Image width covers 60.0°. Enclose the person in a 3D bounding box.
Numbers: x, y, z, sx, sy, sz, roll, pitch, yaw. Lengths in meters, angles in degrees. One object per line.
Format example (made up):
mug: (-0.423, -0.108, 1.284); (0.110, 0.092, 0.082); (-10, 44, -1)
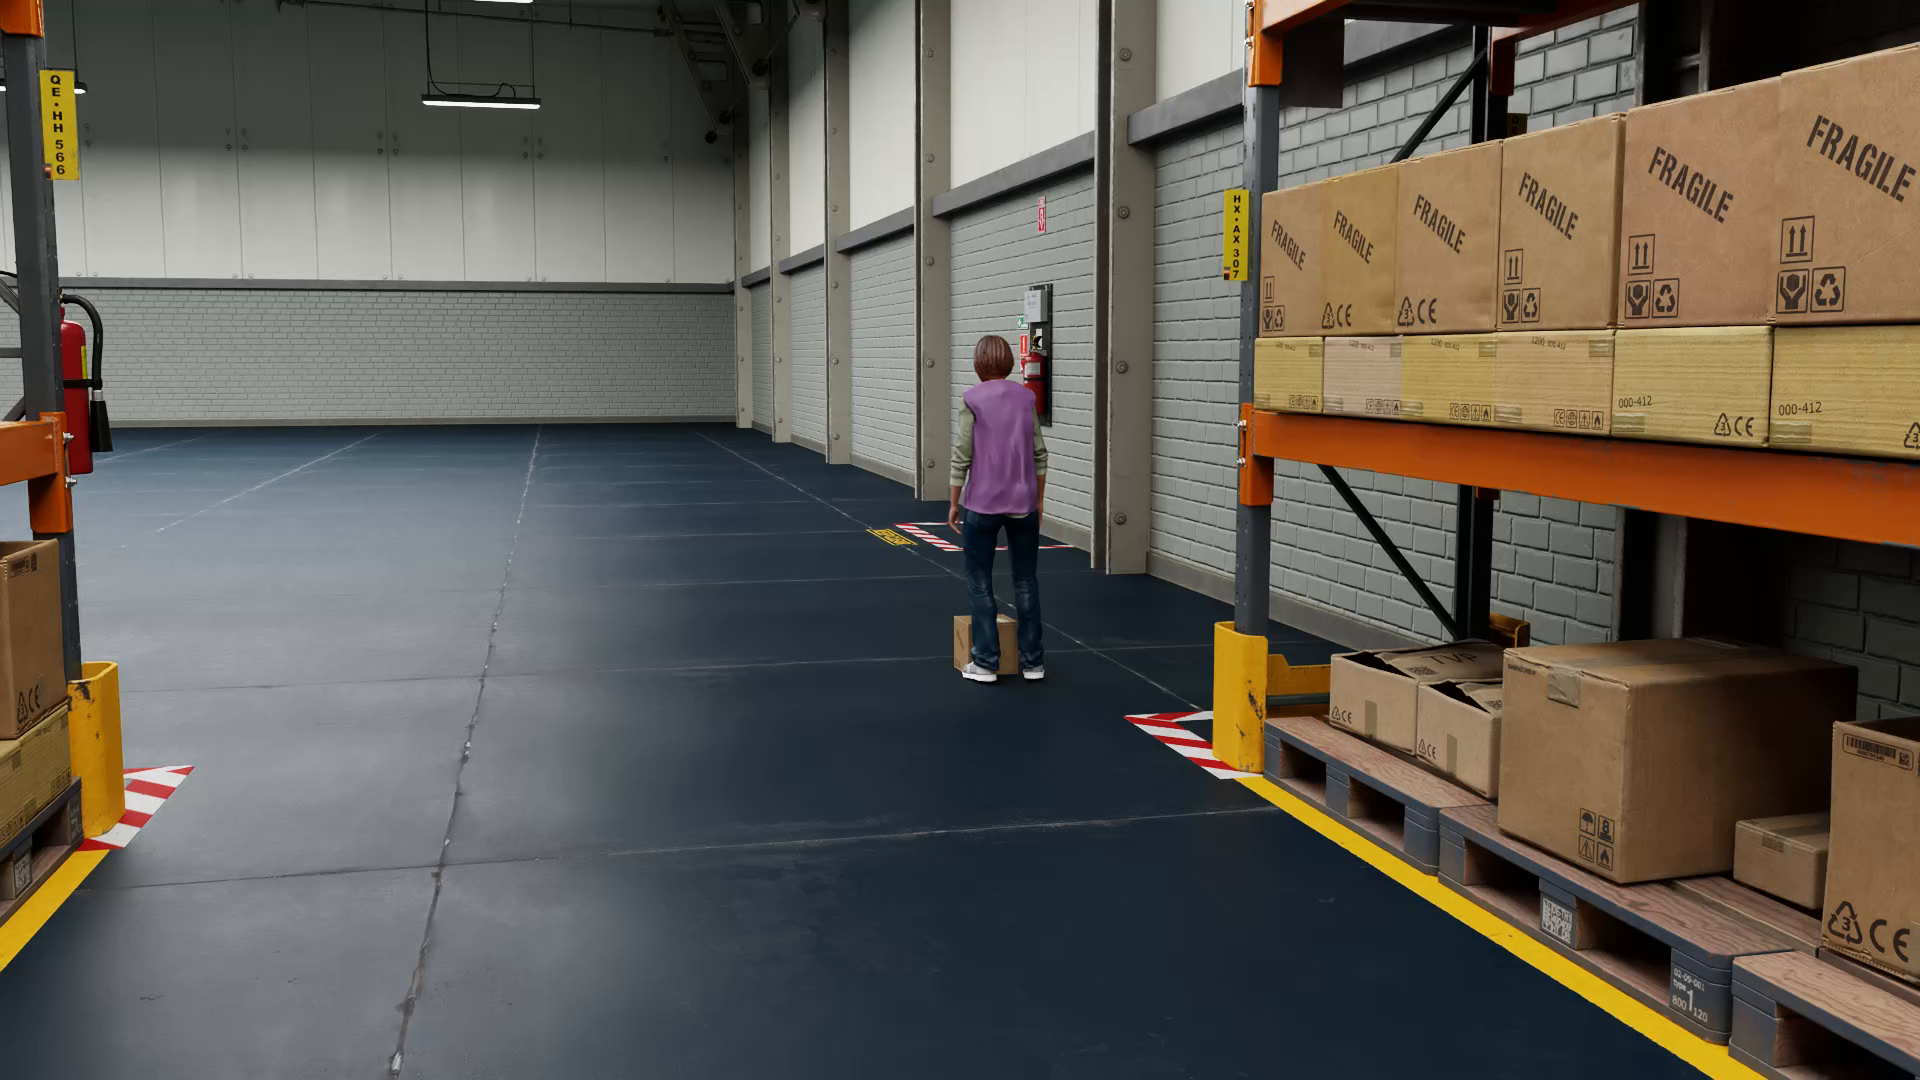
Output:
person: (0.185, -0.141, 7.646); (0.483, 1.594, 0.340); (-2, 7, -16)
